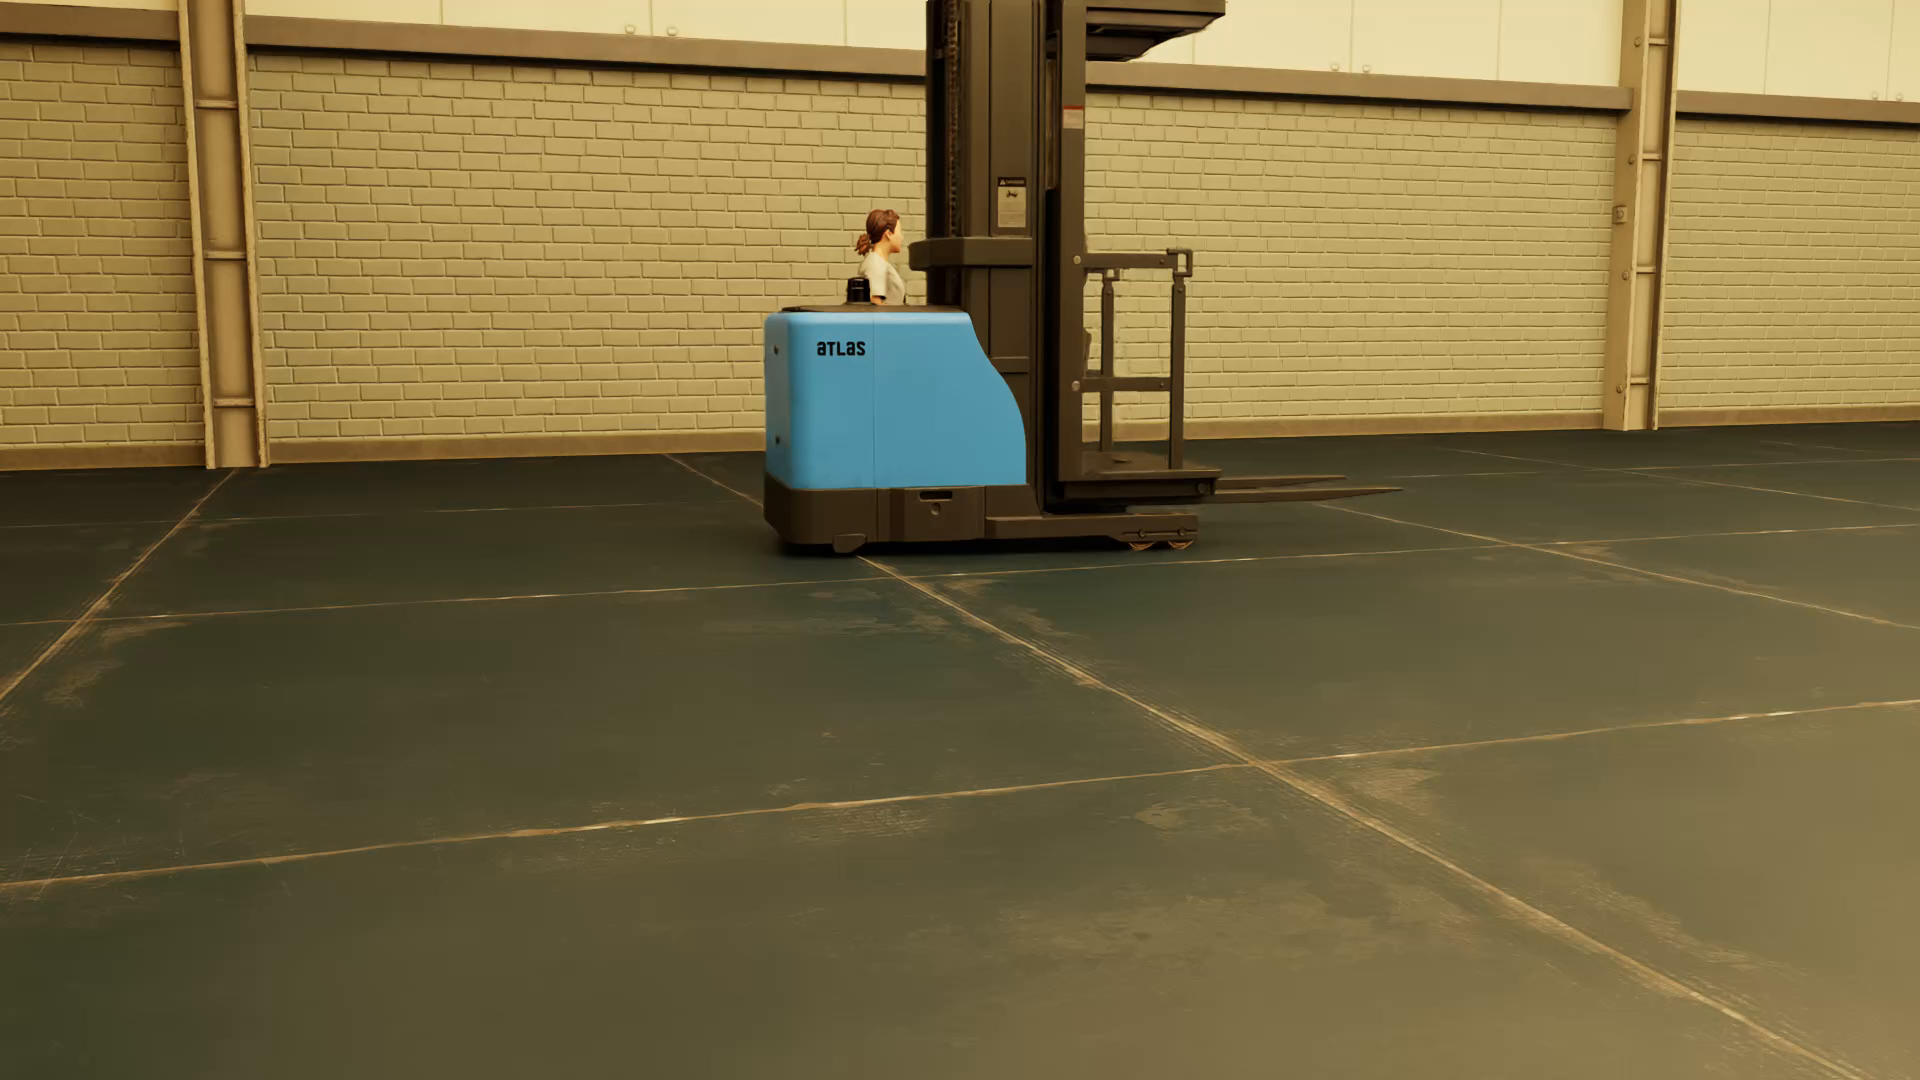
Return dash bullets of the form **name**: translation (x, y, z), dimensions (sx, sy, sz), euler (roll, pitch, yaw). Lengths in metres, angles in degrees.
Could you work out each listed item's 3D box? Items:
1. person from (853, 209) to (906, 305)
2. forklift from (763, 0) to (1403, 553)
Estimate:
- **person**: translation (-0.416, -1.063, 9.584), dimensions (0.405, 1.660, 0.613), euler (-1, 8, -9)
- **forklift**: translation (0.614, -1.475, 7.896), dimensions (3.031, 2.935, 1.130), euler (-2, 8, -14)
